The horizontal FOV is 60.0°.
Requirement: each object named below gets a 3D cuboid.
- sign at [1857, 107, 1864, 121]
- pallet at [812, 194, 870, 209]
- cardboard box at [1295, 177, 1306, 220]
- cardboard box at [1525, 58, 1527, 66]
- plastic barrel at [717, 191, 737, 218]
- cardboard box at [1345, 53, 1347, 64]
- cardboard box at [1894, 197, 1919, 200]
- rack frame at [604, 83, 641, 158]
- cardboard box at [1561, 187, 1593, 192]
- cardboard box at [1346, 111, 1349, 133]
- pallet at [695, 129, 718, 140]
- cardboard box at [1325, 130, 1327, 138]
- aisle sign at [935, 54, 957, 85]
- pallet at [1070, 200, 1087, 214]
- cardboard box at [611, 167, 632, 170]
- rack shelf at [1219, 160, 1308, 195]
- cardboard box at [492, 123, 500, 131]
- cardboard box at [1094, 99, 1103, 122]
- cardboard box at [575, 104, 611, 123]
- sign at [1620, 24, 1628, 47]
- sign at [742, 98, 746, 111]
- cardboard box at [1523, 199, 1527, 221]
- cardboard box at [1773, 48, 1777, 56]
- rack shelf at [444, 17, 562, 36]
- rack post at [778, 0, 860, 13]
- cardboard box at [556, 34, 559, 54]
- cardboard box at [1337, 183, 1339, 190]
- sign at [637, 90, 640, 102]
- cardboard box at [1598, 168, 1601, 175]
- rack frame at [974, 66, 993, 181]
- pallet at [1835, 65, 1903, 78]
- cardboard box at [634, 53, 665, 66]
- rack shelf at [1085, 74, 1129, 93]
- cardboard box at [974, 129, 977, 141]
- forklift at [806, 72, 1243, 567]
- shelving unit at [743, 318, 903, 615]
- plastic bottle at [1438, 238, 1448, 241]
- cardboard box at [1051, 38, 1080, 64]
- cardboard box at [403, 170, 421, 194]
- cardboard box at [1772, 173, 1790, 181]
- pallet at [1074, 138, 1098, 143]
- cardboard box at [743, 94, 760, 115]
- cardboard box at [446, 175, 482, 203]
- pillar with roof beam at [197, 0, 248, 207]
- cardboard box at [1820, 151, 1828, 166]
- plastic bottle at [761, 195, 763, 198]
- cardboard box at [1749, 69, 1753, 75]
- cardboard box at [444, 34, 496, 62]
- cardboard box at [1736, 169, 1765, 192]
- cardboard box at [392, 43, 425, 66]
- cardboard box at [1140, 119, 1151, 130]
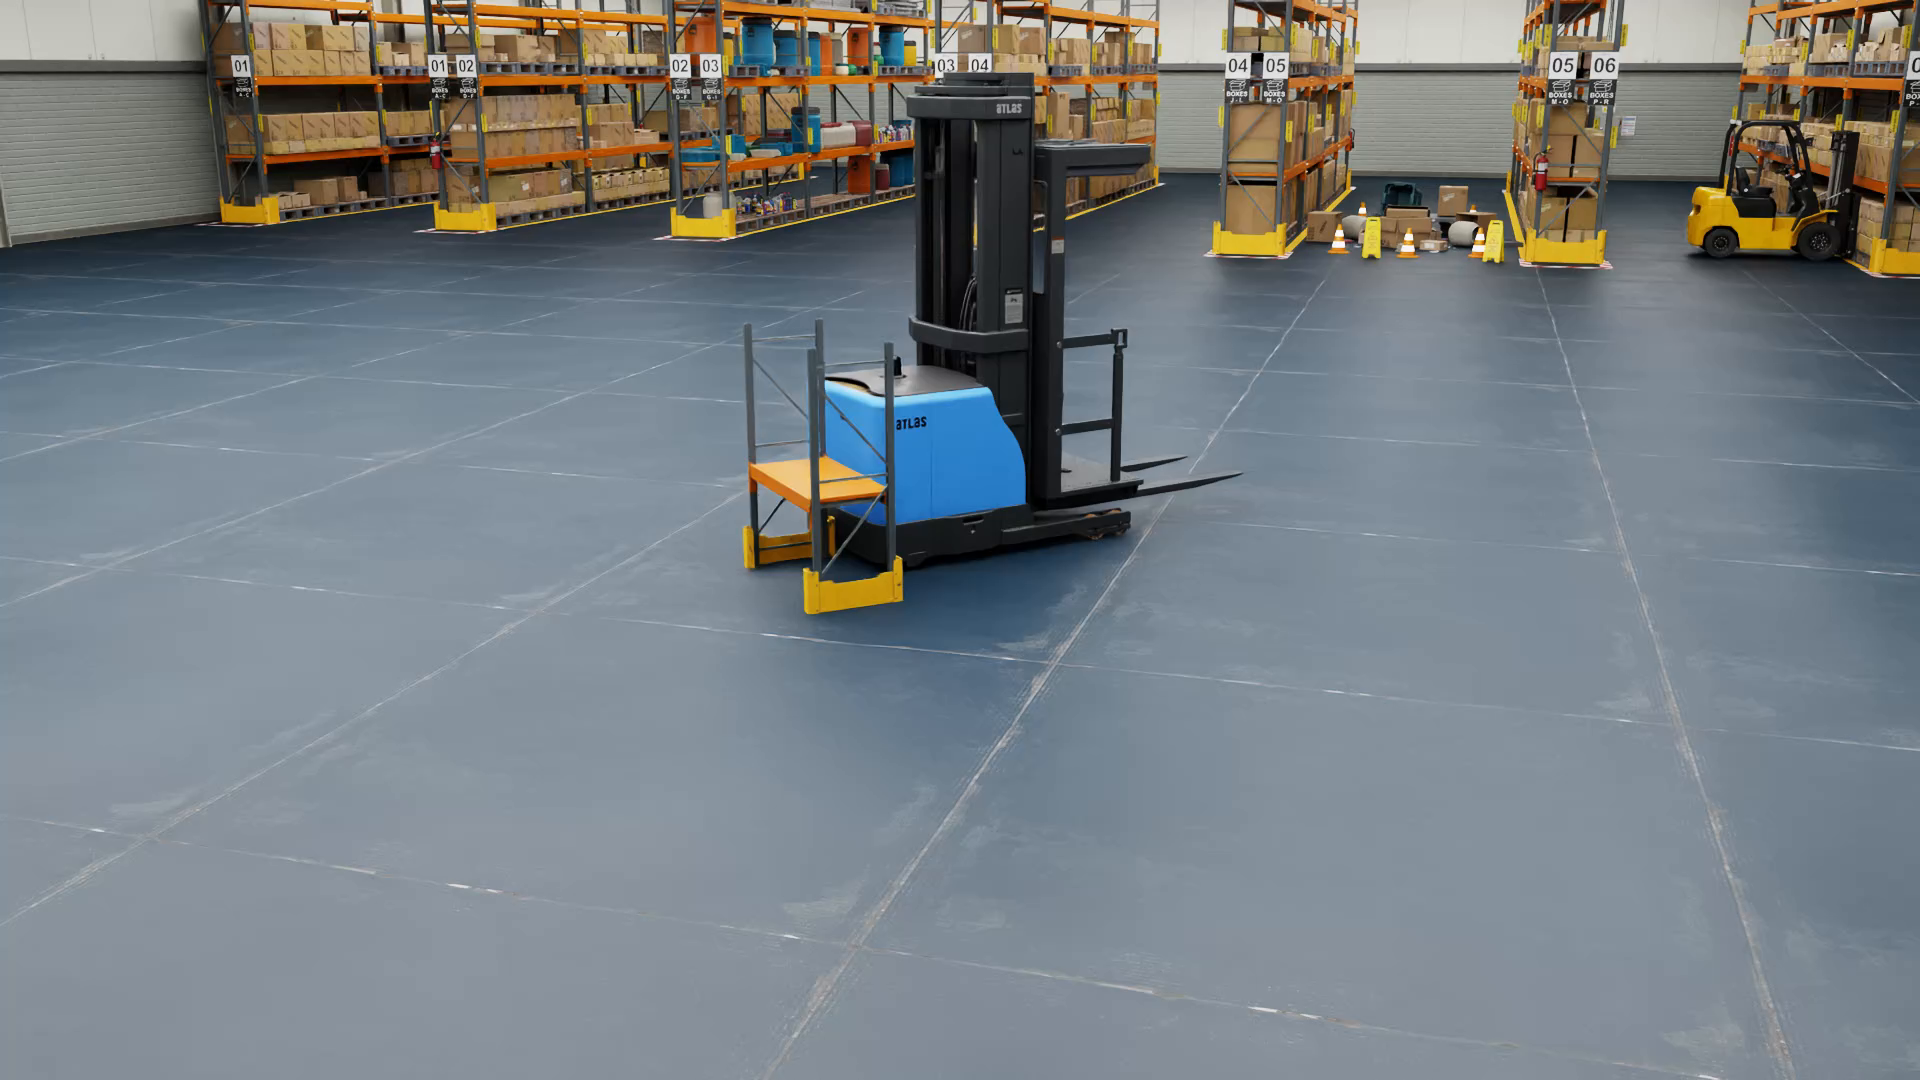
[{"bbox_3d":[17.138,-8.073,31.672,0.100,0.325,0.005,5,16,16],"label":"sign"},{"bbox_3d":[-2.663,-7.553,37.073,1.003,0.211,1.213,5,16,16],"label":"pallet"},{"bbox_3d":[6.023,-6.542,31.750,1.050,0.750,0.750,5,16,16],"label":"cardboard box"},{"bbox_3d":[12.286,-10.217,35.516,0.380,0.166,0.250,3,16,12],"label":"cardboard box"},{"bbox_3d":[-4.423,-6.316,31.390,0.421,0.512,0.421,0,16,0],"label":"plastic barrel"},{"bbox_3d":[8.720,-11.195,38.662,0.500,0.250,0.500,5,16,16],"label":"cardboard box"},{"bbox_3d":[15.092,-5.331,26.564,0.500,0.250,0.500,4,16,15],"label":"cardboard box"},{"bbox_3d":[-9.631,-11.956,47.484,1.000,3.000,0.127,5,16,16],"label":"rack frame"},{"bbox_3d":[10.654,-5.827,28.770,0.500,0.500,0.500,5,17,17],"label":"cardboard box"},{"bbox_3d":[9.176,-10.178,40.489,0.500,0.500,0.500,5,16,16],"label":"cardboard box"},{"bbox_3d":[-6.606,-9.896,40.575,1.003,0.211,1.213,5,16,16],"label":"pallet"},{"bbox_3d":[7.765,-8.829,36.151,0.380,0.149,0.250,5,17,17],"label":"cardboard box"},{"bbox_3d":[-0.236,-7.875,28.333,0.394,0.787,0.004,5,16,16],"label":"aisle sign"},{"bbox_3d":[2.120,-7.165,35.702,1.003,0.211,1.213,5,16,16],"label":"pallet"},{"bbox_3d":[-7.725,-8.376,38.106,0.500,0.311,0.500,4,16,14],"label":"cardboard box"},{"bbox_3d":[5.365,-6.384,29.157,1.077,0.370,4.000,5,16,16],"label":"rack shelf"},{"bbox_3d":[-9.037,-7.902,31.820,0.380,0.149,0.250,4,16,14],"label":"cardboard box"},{"bbox_3d":[2.754,-9.601,37.162,0.797,0.503,0.637,5,17,17],"label":"cardboard box"},{"bbox_3d":[-10.188,-11.576,45.595,0.980,0.700,0.700,4,16,13],"label":"cardboard box"},{"bbox_3d":[10.091,-7.671,25.277,0.100,0.325,0.005,5,16,16],"label":"sign"},{"bbox_3d":[-5.484,-11.041,42.137,0.100,0.325,0.005,5,16,16],"label":"sign"},{"bbox_3d":[11.055,-6.159,31.093,0.950,0.372,0.625,6,17,19],"label":"cardboard box"},{"bbox_3d":[17.116,-10.137,34.539,0.380,0.149,0.250,4,16,15],"label":"cardboard box"},{"bbox_3d":[-11.336,-12.734,41.284,1.077,0.370,4.000,5,16,16],"label":"rack shelf"},{"bbox_3d":[-3.065,-11.552,34.701,1.013,1.000,3.121,5,16,16],"label":"rack post"},{"bbox_3d":[-10.296,-13.056,43.813,0.500,0.500,0.500,4,16,15],"label":"cardboard box"},{"bbox_3d":[8.694,-8.316,39.108,0.380,0.149,0.250,5,17,18],"label":"cardboard box"},{"bbox_3d":[-9.115,-12.581,47.132,0.100,0.325,0.005,5,16,16],"label":"sign"},{"bbox_3d":[10.077,-5.931,26.704,0.380,0.149,0.250,4,16,14],"label":"cardboard box"},{"bbox_3d":[0.070,-6.617,28.663,1.000,3.000,0.127,5,16,16],"label":"rack frame"},{"bbox_3d":[15.706,-8.094,28.723,0.805,0.209,1.217,4,16,14],"label":"pallet"},{"bbox_3d":[-7.062,-11.088,38.743,0.910,0.500,0.500,5,16,16],"label":"cardboard box"},{"bbox_3d":[2.911,-10.331,37.576,1.077,0.370,4.000,5,16,16],"label":"rack shelf"},{"bbox_3d":[0.252,-6.950,29.109,0.875,0.500,0.500,5,16,16],"label":"cardboard box"},{"bbox_3d":[0.528,-1.525,10.834,3.031,2.935,1.130,-10,18,-31],"label":"forklift"},{"bbox_3d":[-0.831,-0.466,9.725,0.587,1.500,1.083,-8,18,-26],"label":"shelving unit"},{"bbox_3d":[8.543,-5.290,29.367,0.133,0.061,0.283,8,18,25],"label":"plastic bottle"},{"bbox_3d":[2.157,-10.035,34.114,0.500,0.500,0.500,5,17,17],"label":"cardboard box"},{"bbox_3d":[-12.749,-8.158,37.870,0.700,0.500,0.500,4,16,15],"label":"cardboard box"},{"bbox_3d":[17.146,-7.561,34.612,0.380,0.149,0.250,5,16,16],"label":"cardboard box"},{"bbox_3d":[2.243,-8.423,35.382,1.213,0.211,1.003,5,16,16],"label":"pallet"},{"bbox_3d":[-5.467,-11.292,43.127,0.500,0.500,0.500,4,16,14],"label":"cardboard box"},{"bbox_3d":[-9.560,-6.790,32.166,0.500,0.500,0.500,5,16,16],"label":"cardboard box"},{"bbox_3d":[-10.681,-10.572,31.612,9.100,9.000,0.400,5,16,16],"label":"pillar with roof beam"},{"bbox_3d":[15.498,-6.723,29.312,0.500,0.250,0.500,5,16,16],"label":"cardboard box"},{"bbox_3d":[-4.017,-6.809,33.509,0.061,0.283,0.133,5,16,16],"label":"plastic bottle"},{"bbox_3d":[18.189,-10.645,37.827,0.380,0.149,0.250,5,16,16],"label":"cardboard box"},{"bbox_3d":[-9.260,-9.299,31.404,0.797,0.503,0.637,6,17,20],"label":"cardboard box"},{"bbox_3d":[18.333,-8.277,38.326,0.700,0.500,0.500,5,17,18],"label":"cardboard box"},{"bbox_3d":[-12.458,-10.969,37.555,0.500,0.500,0.500,4,16,14],"label":"cardboard box"},{"bbox_3d":[4.588,-10.594,42.414,0.500,0.250,0.500,4,16,15],"label":"cardboard box"}]
